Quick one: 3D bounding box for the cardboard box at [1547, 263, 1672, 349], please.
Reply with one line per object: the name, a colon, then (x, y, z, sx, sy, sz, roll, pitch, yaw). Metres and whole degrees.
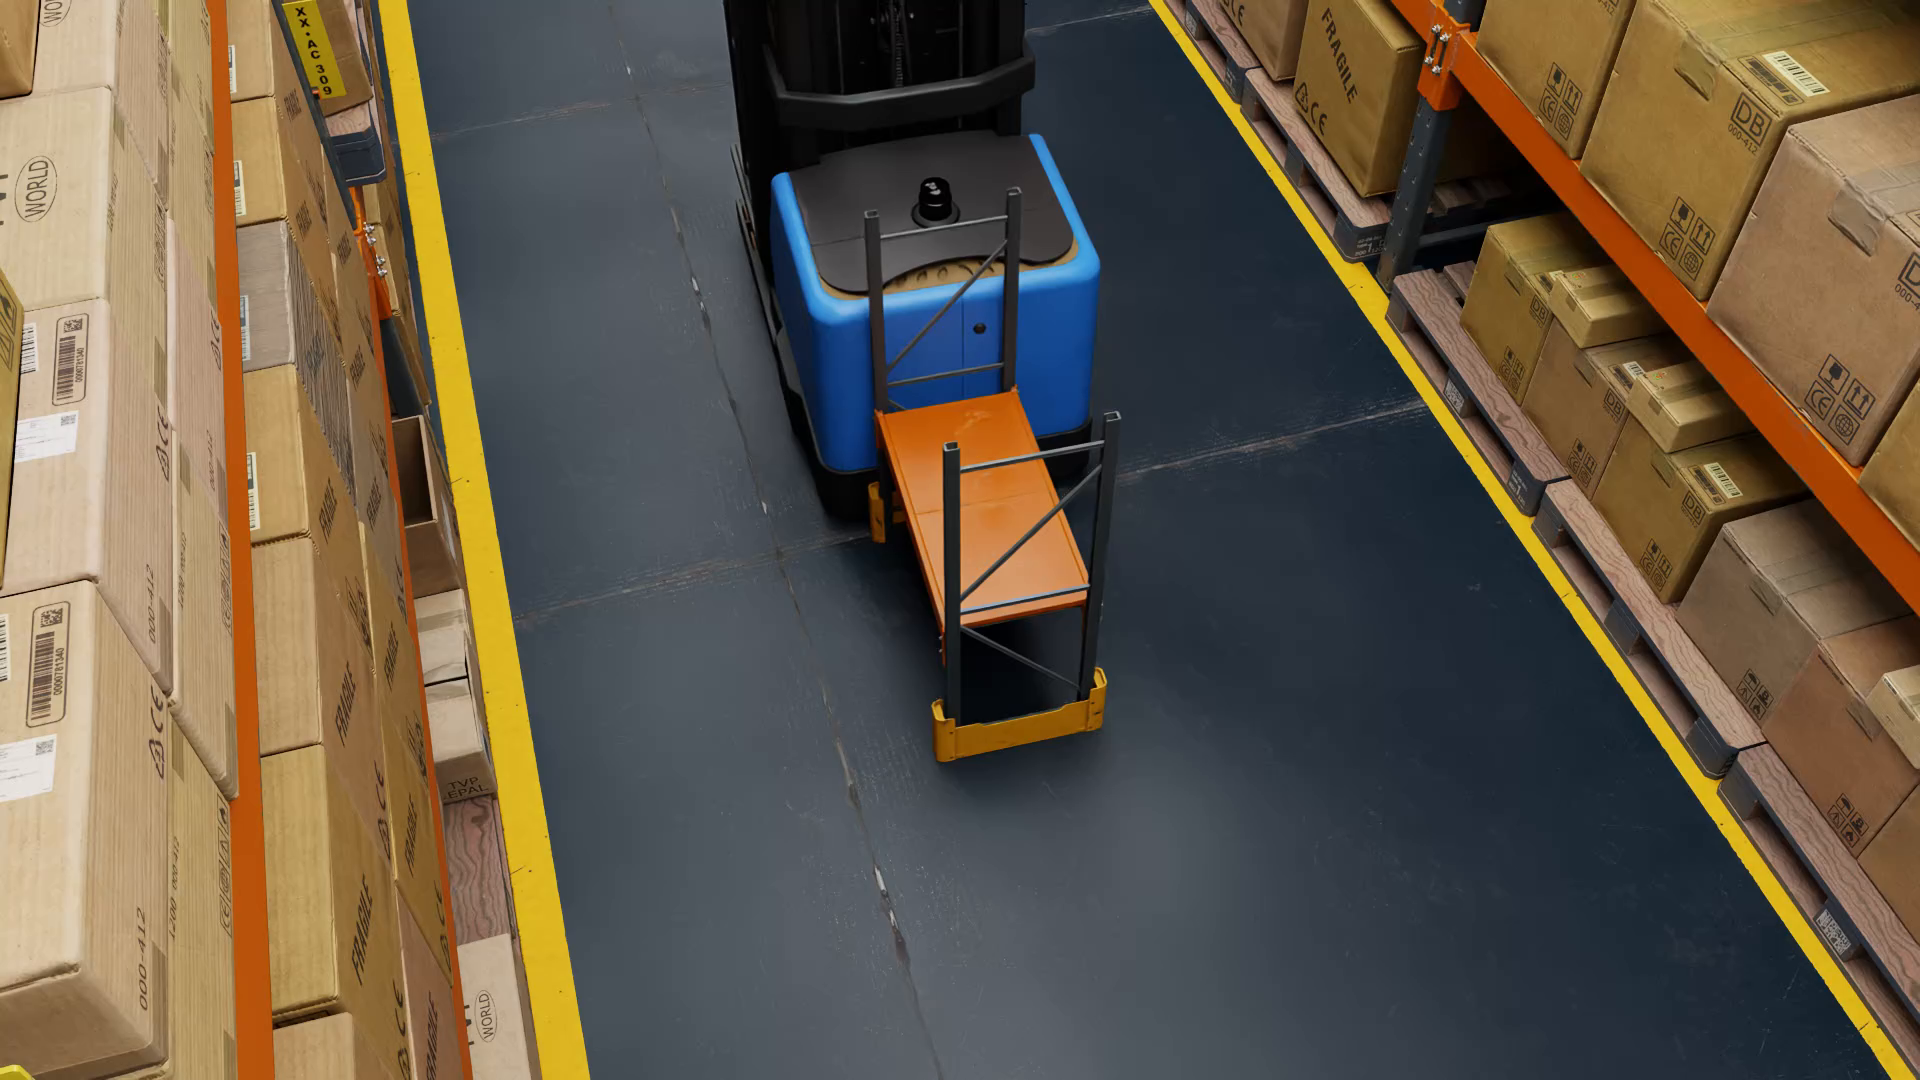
cardboard box: (2.343, -0.849, 5.940, 0.380, 0.149, 0.250, -12, 51, -10)

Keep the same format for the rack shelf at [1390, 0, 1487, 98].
rack shelf: (1.701, -3.400, 7.625, 1.077, 0.370, 4.000, -13, 51, -11)

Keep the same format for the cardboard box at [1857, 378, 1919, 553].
cardboard box: (3.089, -0.246, 4.299, 0.980, 0.700, 0.700, -14, 51, -11)

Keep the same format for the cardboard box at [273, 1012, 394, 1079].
cardboard box: (-1.135, 1.135, 2.612, 0.500, 0.500, 0.500, -12, 51, -10)

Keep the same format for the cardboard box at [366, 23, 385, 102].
cardboard box: (-2.968, -2.298, 7.573, 0.500, 0.500, 0.500, -15, 51, -12)

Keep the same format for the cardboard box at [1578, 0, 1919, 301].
cardboard box: (2.648, -1.334, 5.216, 0.980, 0.700, 0.700, -14, 51, -12)

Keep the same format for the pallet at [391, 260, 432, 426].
pallet: (-2.715, -0.735, 6.732, 1.003, 0.211, 1.213, -13, 51, -11)

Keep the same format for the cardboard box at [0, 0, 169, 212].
cardboard box: (-1.598, -0.737, 2.719, 0.500, 0.250, 0.500, -13, 51, -11)

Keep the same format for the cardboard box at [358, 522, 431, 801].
cardboard box: (-1.585, 0.349, 3.929, 0.500, 0.500, 0.500, -13, 51, -10)

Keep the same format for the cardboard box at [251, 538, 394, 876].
cardboard box: (-1.440, 0.388, 3.242, 0.500, 0.500, 0.500, -13, 51, -10)

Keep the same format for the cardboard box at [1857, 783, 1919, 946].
cardboard box: (3.173, 0.932, 4.863, 0.700, 0.500, 0.500, -13, 51, -11)

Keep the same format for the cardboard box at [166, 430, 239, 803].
cardboard box: (-1.300, 0.154, 2.295, 0.500, 0.250, 0.500, -13, 51, -11)

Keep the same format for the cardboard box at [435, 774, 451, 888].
cardboard box: (-1.878, 0.985, 4.803, 0.797, 0.503, 0.637, -13, 51, -11)

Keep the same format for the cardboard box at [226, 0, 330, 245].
cardboard box: (-2.042, -1.092, 4.490, 0.500, 0.500, 0.500, -13, 51, -11)

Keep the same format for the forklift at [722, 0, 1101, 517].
forklift: (-0.359, -2.188, 6.177, 1.130, 2.935, 3.031, -11, 51, -9)

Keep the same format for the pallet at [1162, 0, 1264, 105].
pallet: (1.628, -2.712, 8.398, 1.003, 0.211, 1.213, -13, 51, -11)

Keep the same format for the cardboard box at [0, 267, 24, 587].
cardboard box: (-1.490, -0.204, 1.779, 0.700, 0.500, 0.500, -13, 51, -11)

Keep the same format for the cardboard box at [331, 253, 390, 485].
cardboard box: (-1.892, -0.398, 4.558, 0.500, 0.500, 0.500, -12, 51, -10)

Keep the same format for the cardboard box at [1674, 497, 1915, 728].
cardboard box: (2.875, 0.199, 5.480, 0.700, 0.500, 0.500, -15, 51, -12)

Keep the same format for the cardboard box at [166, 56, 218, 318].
cardboard box: (-1.604, -0.575, 2.909, 0.500, 0.250, 0.500, -13, 51, -11)

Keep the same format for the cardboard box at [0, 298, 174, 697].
cardboard box: (-1.300, -0.008, 2.104, 0.500, 0.250, 0.500, -13, 51, -11)

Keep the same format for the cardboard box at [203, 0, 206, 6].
cardboard box: (-1.903, -1.304, 3.524, 0.500, 0.250, 0.500, -13, 51, -11)

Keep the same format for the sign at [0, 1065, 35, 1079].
sign: (-0.737, 0.502, 1.332, 0.100, 0.325, 0.005, -13, 51, -11)

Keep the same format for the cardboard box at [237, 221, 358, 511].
cardboard box: (-1.739, -0.351, 3.864, 0.500, 0.500, 0.500, -13, 51, -11)

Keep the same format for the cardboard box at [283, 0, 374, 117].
cardboard box: (-2.365, -1.613, 5.308, 0.700, 0.500, 0.500, -30, 56, -23)

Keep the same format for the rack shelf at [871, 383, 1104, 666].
rack shelf: (0.073, -0.075, 5.567, 0.538, 0.185, 1.000, -11, 51, -9)

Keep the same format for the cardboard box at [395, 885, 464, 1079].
cardboard box: (-1.293, 1.081, 3.311, 0.500, 0.500, 0.500, -14, 51, -11)

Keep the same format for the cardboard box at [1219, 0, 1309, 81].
cardboard box: (1.710, -2.708, 7.702, 0.750, 0.750, 0.750, -12, 51, -10)

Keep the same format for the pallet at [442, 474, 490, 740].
pallet: (-2.236, 0.352, 5.815, 1.003, 0.211, 1.213, -13, 51, -11)

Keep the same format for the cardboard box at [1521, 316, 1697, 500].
cardboard box: (2.561, -0.564, 6.124, 0.700, 0.500, 0.500, -14, 51, -11)

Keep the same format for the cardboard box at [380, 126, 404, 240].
cardboard box: (-2.658, -1.547, 6.939, 0.500, 0.500, 0.500, -13, 51, -11)

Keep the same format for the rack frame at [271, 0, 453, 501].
rack frame: (-2.439, -1.049, 5.172, 1.000, 3.000, 0.127, -13, 51, -11)

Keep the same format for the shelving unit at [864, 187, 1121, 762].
shelving unit: (0.075, -0.184, 5.424, 0.587, 1.500, 1.083, -11, 51, -9)

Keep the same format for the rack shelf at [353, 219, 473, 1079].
rack shelf: (-1.847, 0.644, 4.216, 1.077, 0.370, 4.000, -13, 51, -11)

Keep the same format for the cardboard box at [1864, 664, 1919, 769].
cardboard box: (2.884, 0.484, 4.816, 0.380, 0.149, 0.250, -12, 51, -10)

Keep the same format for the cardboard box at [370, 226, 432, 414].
cardboard box: (-2.349, -0.793, 6.304, 0.500, 0.500, 0.500, -15, 52, -13)

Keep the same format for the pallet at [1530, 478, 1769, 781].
pallet: (2.807, 0.193, 5.949, 1.003, 0.211, 1.213, -13, 51, -11)

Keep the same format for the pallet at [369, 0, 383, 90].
pallet: (-3.437, -2.517, 8.234, 1.003, 0.211, 1.213, -13, 51, -11)

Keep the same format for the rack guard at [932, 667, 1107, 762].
rack guard: (0.198, 0.588, 5.591, 0.587, 0.250, 0.087, -11, 51, -9)

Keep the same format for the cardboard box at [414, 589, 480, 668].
cardboard box: (-1.831, 0.341, 5.578, 0.380, 0.149, 0.250, -13, 51, -11)

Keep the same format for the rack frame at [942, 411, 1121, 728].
rack frame: (0.198, 0.186, 5.112, 0.500, 1.500, 0.032, -11, 51, -9)
